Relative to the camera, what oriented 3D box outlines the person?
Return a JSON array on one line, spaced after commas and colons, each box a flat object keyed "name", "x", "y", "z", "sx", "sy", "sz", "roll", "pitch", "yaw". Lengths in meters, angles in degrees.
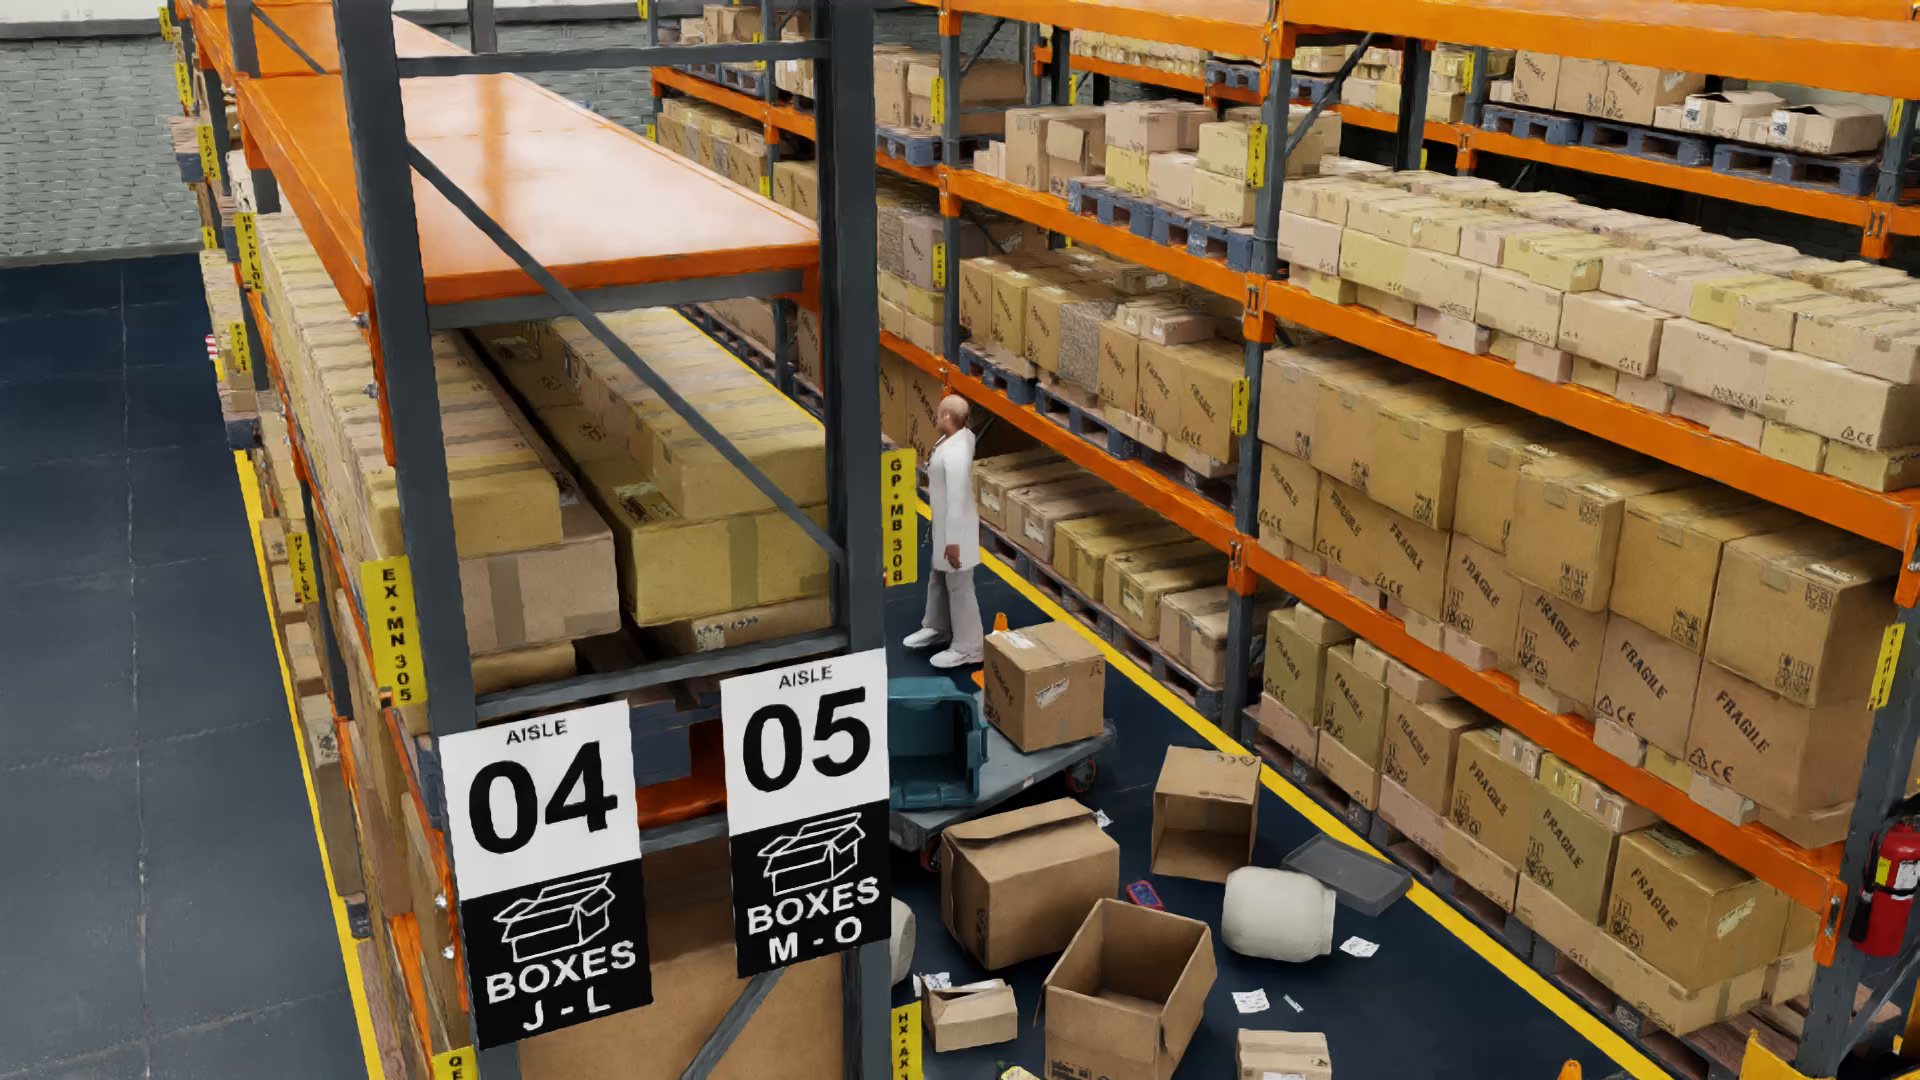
[{"name": "person", "x": -0.105, "y": -0.069, "z": 10.712, "sx": 0.557, "sy": 1.782, "sz": 0.622, "roll": 1, "pitch": 22, "yaw": 2}]
